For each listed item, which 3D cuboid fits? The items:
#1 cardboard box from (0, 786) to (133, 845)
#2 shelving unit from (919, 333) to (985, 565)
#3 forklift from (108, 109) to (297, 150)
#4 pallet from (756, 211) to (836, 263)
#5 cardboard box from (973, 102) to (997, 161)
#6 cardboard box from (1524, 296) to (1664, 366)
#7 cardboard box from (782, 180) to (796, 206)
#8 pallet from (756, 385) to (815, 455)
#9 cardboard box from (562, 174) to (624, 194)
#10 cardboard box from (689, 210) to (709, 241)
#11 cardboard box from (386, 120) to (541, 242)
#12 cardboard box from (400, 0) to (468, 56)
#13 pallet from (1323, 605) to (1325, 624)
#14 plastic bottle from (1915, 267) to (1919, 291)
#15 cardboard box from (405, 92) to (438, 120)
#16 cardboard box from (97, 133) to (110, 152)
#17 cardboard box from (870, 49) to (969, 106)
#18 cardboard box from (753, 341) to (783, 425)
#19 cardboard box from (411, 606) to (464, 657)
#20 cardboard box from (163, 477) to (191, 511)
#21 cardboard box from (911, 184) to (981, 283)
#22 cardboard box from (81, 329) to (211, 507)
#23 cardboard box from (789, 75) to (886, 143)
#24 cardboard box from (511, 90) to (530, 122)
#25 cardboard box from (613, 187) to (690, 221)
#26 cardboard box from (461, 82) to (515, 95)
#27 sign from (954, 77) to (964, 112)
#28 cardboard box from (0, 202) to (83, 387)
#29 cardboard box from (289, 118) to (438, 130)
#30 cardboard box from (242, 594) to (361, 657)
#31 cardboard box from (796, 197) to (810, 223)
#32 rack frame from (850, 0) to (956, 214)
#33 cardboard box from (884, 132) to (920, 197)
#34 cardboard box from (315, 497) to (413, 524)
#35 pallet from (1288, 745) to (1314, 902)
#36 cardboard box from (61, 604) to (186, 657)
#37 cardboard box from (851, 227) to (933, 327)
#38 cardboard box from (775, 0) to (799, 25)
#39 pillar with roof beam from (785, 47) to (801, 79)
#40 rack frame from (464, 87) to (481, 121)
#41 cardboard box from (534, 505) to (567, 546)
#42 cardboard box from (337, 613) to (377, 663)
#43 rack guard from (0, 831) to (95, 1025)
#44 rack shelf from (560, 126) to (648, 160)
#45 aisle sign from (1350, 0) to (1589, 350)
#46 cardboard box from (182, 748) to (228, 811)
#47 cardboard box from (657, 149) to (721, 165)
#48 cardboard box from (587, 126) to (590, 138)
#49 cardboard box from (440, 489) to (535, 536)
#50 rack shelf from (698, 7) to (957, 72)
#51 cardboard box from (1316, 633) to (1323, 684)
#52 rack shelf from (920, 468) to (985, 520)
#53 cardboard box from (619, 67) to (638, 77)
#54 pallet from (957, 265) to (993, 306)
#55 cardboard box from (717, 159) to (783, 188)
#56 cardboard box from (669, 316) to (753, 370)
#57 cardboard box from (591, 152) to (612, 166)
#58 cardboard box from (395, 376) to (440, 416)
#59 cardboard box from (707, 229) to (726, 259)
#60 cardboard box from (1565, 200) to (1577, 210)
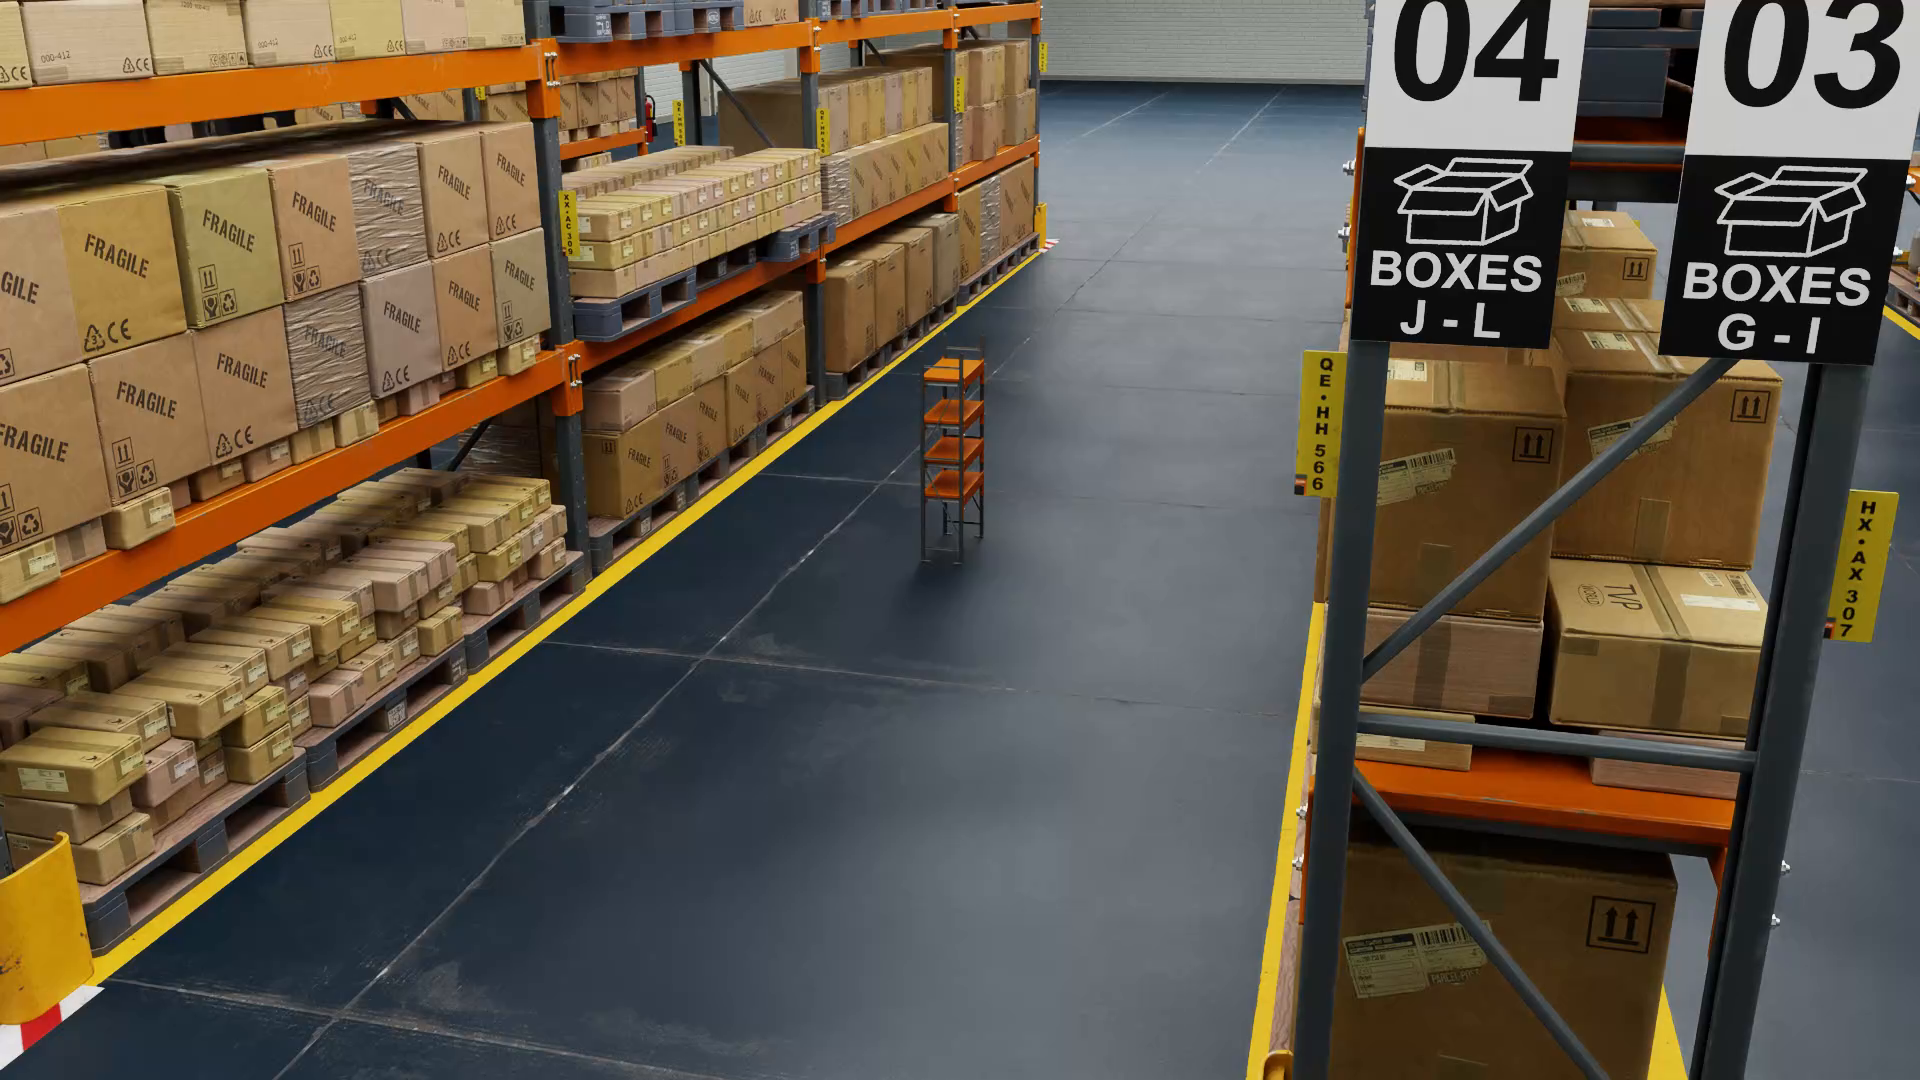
[{"bbox_3d":[-3.096,0.899,5.715,0.380,0.149,0.250,5,20,16],"label":"cardboard box"},{"bbox_3d":[-0.040,-0.516,9.342,0.258,1.200,0.503,5,19,13],"label":"shelving unit"},{"bbox_3d":[-4.619,-1.958,10.887,1.130,2.935,3.031,4,19,11],"label":"forklift"},{"bbox_3d":[-1.589,-2.151,11.642,1.213,0.211,1.003,5,19,13],"label":"pallet"},{"bbox_3d":[-0.104,-4.249,17.255,0.875,0.550,0.550,5,19,13],"label":"cardboard box"},{"bbox_3d":[1.934,-0.416,4.877,0.500,0.500,0.500,4,19,12],"label":"cardboard box"},{"bbox_3d":[-1.323,-2.337,11.168,0.380,0.149,0.250,5,20,15],"label":"cardboard box"},{"bbox_3d":[-1.711,-0.909,12.023,1.003,0.211,1.213,5,19,13],"label":"pallet"},{"bbox_3d":[-2.268,-2.131,10.105,0.380,0.149,0.250,4,19,11],"label":"cardboard box"},{"bbox_3d":[-1.703,-1.856,9.761,0.380,0.149,0.250,5,20,16],"label":"cardboard box"},{"bbox_3d":[-2.348,-1.713,7.899,0.500,0.500,0.500,4,19,11],"label":"cardboard box"},{"bbox_3d":[-2.487,-2.238,7.190,0.500,0.250,0.500,5,19,13],"label":"cardboard box"},{"bbox_3d":[2.405,0.275,8.555,1.003,0.211,1.213,5,19,13],"label":"pallet"},{"bbox_3d":[9.279,-2.540,16.024,0.097,0.271,0.097,0,19,0],"label":"plastic bottle"},{"bbox_3d":[-5.376,-4.155,15.947,0.500,0.500,0.500,5,19,14],"label":"cardboard box"},{"bbox_3d":[-6.333,-3.009,12.156,0.500,0.500,0.500,5,19,14],"label":"cardboard box"},{"bbox_3d":[-0.396,-4.604,16.623,0.875,0.550,0.550,5,19,13],"label":"cardboard box"},{"bbox_3d":[-1.556,-1.100,11.486,0.500,0.500,0.500,5,20,16],"label":"cardboard box"},{"bbox_3d":[-2.514,0.405,7.623,0.380,0.149,0.250,5,19,13],"label":"cardboard box"},{"bbox_3d":[-3.006,-0.178,5.958,0.380,0.149,0.250,6,20,16],"label":"cardboard box"},{"bbox_3d":[-0.320,-3.112,16.796,0.875,0.875,0.875,5,19,14],"label":"cardboard box"},{"bbox_3d":[-2.989,-0.443,5.729,0.500,0.500,0.500,5,19,13],"label":"cardboard box"},{"bbox_3d":[-1.029,-3.614,13.926,0.700,0.500,0.500,4,19,13],"label":"cardboard box"},{"bbox_3d":[-4.888,-4.550,17.753,0.500,0.500,0.500,5,19,13],"label":"cardboard box"},{"bbox_3d":[-1.763,-1.915,9.471,0.380,0.149,0.250,4,19,13],"label":"cardboard box"},{"bbox_3d":[-5.048,-4.869,17.139,0.700,0.500,0.500,4,19,13],"label":"cardboard box"},{"bbox_3d":[-0.013,-4.198,15.669,0.100,0.325,0.005,5,19,13],"label":"sign"},{"bbox_3d":[-3.106,-0.747,5.073,0.500,0.500,0.500,5,19,13],"label":"cardboard box"},{"bbox_3d":[-2.842,-1.759,8.035,0.500,0.500,0.500,5,20,15],"label":"cardboard box"},{"bbox_3d":[-2.713,0.351,6.860,0.380,0.149,0.250,5,19,14],"label":"cardboard box"},{"bbox_3d":[-1.256,-2.285,11.476,0.380,0.149,0.250,5,19,13],"label":"cardboard box"},{"bbox_3d":[-0.541,-3.728,15.960,1.000,3.000,0.127,5,19,13],"label":"rack frame"},{"bbox_3d":[-0.656,-3.273,14.476,0.500,0.500,0.500,5,19,14],"label":"cardboard box"},{"bbox_3d":[-2.920,-0.095,8.165,0.380,0.149,0.250,4,19,13],"label":"cardboard box"},{"bbox_3d":[1.732,1.139,6.027,1.003,0.211,1.213,5,19,13],"label":"pallet"},{"bbox_3d":[-3.396,0.386,6.756,0.380,0.149,0.250,5,20,15],"label":"cardboard box"},{"bbox_3d":[-0.845,-2.358,14.781,1.050,0.750,0.750,5,19,13],"label":"cardboard box"},{"bbox_3d":[-1.412,-3.742,11.206,0.500,0.500,0.500,5,19,13],"label":"cardboard box"},{"bbox_3d":[-0.208,-15.606,41.454,9.100,9.000,0.400,5,19,13],"label":"pillar with roof beam"},{"bbox_3d":[-5.366,-4.087,17.012,1.000,3.000,0.127,5,19,13],"label":"rack frame"},{"bbox_3d":[-2.264,-0.087,8.601,0.380,0.149,0.250,5,20,14],"label":"cardboard box"},{"bbox_3d":[-2.758,0.400,7.178,0.380,0.149,0.250,6,20,16],"label":"cardboard box"},{"bbox_3d":[-3.454,1.193,5.422,1.175,0.500,0.348,5,19,13],"label":"rack guard"},{"bbox_3d":[-4.877,-4.373,18.963,1.077,0.370,4.000,5,19,13],"label":"rack shelf"},{"bbox_3d":[1.003,-0.774,3.292,0.394,0.787,0.004,5,19,13],"label":"aisle sign"},{"bbox_3d":[-2.996,0.878,6.237,0.380,0.149,0.250,5,19,14],"label":"cardboard box"},{"bbox_3d":[-1.882,-2.621,11.539,0.380,0.149,0.250,4,19,12],"label":"cardboard box"},{"bbox_3d":[-4.543,-4.768,19.396,0.380,0.149,0.250,5,19,14],"label":"cardboard box"},{"bbox_3d":[-2.354,-0.136,8.285,0.380,0.149,0.250,5,19,14],"label":"cardboard box"},{"bbox_3d":[-1.030,-4.180,13.756,1.077,0.370,4.000,5,19,13],"label":"rack shelf"},{"bbox_3d":[1.141,0.357,4.391,0.380,0.149,0.250,5,19,14],"label":"cardboard box"},{"bbox_3d":[-0.040,-0.264,9.428,0.258,0.148,0.480,5,19,13],"label":"rack shelf"},{"bbox_3d":[-4.302,-5.824,19.937,0.700,0.500,0.500,4,19,12],"label":"cardboard box"},{"bbox_3d":[-0.279,-2.640,17.090,1.003,0.211,1.213,5,19,13],"label":"pallet"},{"bbox_3d":[-1.383,-2.401,10.894,0.380,0.149,0.250,5,20,15],"label":"cardboard box"},{"bbox_3d":[-1.684,-1.292,10.887,0.500,0.250,0.500,5,20,15],"label":"cardboard box"},{"bbox_3d":[-4.356,-4.508,19.685,0.380,0.149,0.250,5,20,15],"label":"cardboard box"},{"bbox_3d":[-2.543,-0.658,7.363,0.380,0.149,0.250,4,19,11],"label":"cardboard box"},{"bbox_3d":[-1.640,-1.797,10.046,0.380,0.149,0.250,4,19,12],"label":"cardboard box"},{"bbox_3d":[2.437,-1.520,7.789,0.797,0.503,0.637,4,19,12],"label":"cardboard box"}]
